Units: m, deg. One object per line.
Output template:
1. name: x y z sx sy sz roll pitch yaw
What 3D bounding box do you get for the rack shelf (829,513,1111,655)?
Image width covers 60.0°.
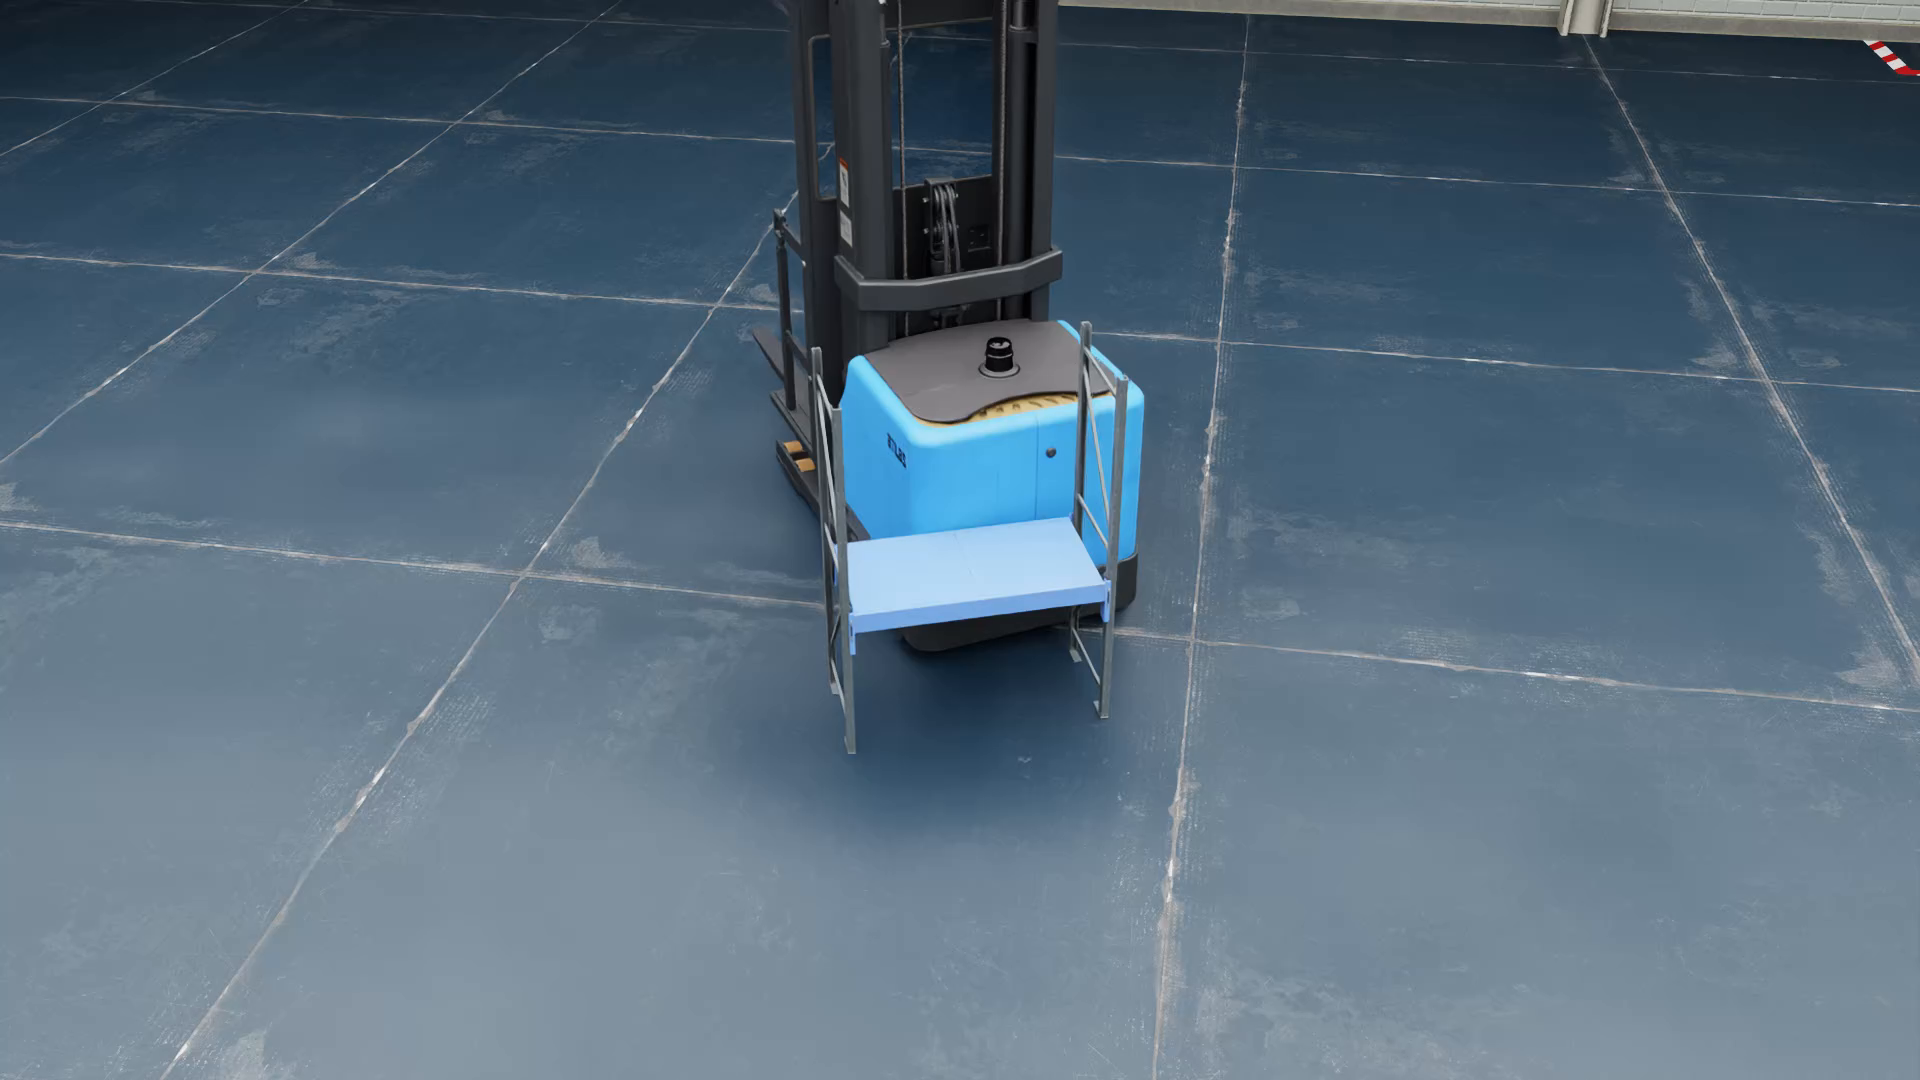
1. rack shelf: 0.026 0.159 6.421 1.000 0.185 0.538 -7 33 -11

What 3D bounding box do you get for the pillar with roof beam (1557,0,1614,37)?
1. pillar with roof beam: 4.935 -6.195 9.165 0.400 9.000 9.100 5 32 8

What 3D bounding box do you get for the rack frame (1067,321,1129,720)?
1. rack frame: 0.522 -0.053 6.420 0.032 1.500 0.500 -7 33 -11

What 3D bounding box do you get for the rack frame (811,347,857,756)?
1. rack frame: -0.470 0.066 6.231 0.032 1.500 0.500 -7 33 -11

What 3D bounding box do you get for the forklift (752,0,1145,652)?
1. forklift: -0.265 -1.550 7.464 1.130 2.935 3.031 -12 34 -19

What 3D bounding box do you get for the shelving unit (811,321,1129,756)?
1. shelving unit: 0.026 0.007 6.326 1.048 1.500 0.538 -7 33 -11
